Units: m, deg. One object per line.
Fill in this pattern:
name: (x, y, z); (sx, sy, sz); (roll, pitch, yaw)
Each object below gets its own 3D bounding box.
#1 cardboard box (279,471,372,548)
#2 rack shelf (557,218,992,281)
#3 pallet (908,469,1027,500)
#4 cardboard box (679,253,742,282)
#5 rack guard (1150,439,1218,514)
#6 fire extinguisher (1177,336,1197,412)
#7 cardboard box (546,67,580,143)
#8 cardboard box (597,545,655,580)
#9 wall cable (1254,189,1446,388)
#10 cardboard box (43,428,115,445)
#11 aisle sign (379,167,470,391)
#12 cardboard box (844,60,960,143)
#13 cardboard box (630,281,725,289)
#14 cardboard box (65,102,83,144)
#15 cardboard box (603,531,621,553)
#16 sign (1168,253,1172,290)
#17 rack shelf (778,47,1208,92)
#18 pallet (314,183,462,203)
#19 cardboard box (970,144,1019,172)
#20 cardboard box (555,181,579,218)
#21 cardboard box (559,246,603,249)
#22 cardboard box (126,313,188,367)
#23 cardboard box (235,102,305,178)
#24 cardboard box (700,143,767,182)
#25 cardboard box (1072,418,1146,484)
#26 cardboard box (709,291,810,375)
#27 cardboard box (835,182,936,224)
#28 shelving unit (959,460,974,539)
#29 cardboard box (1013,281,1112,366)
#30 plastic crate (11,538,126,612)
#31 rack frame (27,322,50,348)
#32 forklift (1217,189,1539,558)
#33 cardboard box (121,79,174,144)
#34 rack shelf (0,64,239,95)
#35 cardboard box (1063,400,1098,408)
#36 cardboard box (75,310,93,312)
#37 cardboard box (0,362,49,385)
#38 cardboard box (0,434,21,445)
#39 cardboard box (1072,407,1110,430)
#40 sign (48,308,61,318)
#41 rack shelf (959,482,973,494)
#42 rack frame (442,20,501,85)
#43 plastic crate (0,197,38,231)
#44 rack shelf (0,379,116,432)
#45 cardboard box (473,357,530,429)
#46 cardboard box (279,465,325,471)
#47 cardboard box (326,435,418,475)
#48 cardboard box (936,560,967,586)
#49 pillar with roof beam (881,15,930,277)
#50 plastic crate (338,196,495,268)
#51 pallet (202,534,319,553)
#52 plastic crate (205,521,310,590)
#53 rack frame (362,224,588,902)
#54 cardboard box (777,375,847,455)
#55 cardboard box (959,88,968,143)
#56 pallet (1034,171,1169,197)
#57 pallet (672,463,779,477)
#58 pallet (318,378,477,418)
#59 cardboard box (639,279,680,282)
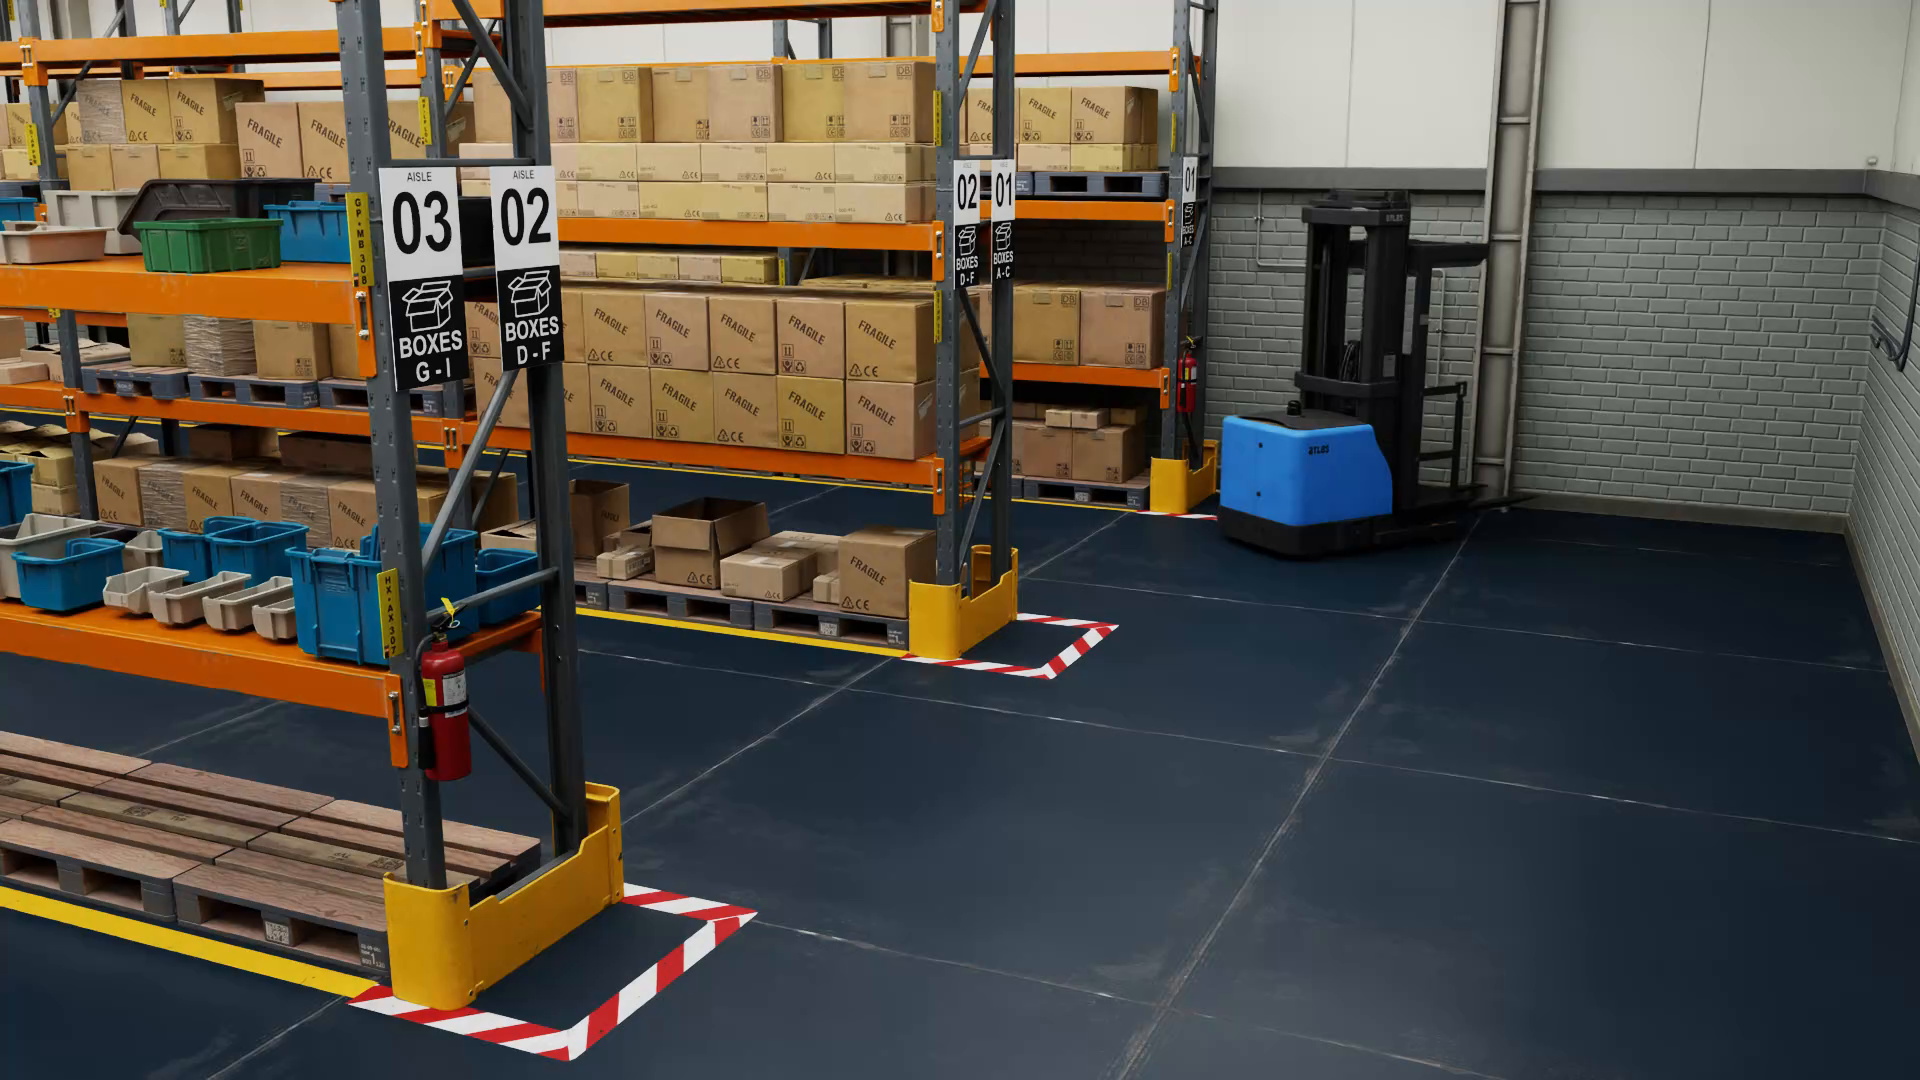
cardboard box: (-5.025, -0.245, 13.242); (0.500, 0.500, 0.500); (6, 14, 24)
rack shelf: (-1.723, -2.093, 11.617); (4.000, 0.370, 1.077); (6, 14, 23)
pallet: (0.235, -0.646, 16.547); (1.213, 0.211, 1.003); (6, 14, 23)
cardboard box: (-2.542, -2.810, 17.111); (0.500, 0.250, 0.500); (6, 15, 24)
rack guard: (2.131, -0.614, 15.776); (0.348, 0.500, 1.175); (6, 14, 23)
fire extinguisher: (2.060, -1.503, 15.081); (0.183, 0.674, 0.296); (6, 14, 23)
cardboard box: (-2.691, -3.051, 11.717); (0.500, 0.500, 0.700); (6, 14, 23)
cardboard box: (-2.460, 0.159, 12.249); (0.250, 0.166, 0.380); (6, 14, 23)
wall cable: (3.663, -2.407, 15.721); (1.851, 1.984, 0.084); (6, 14, 23)
cardboard box: (-8.052, -0.834, 15.113); (0.500, 0.311, 0.500); (5, 14, 22)
aisle sign: (-1.957, -0.961, 6.095); (0.004, 0.787, 0.394); (6, 14, 23)
cardboard box: (-0.370, -2.838, 10.809); (0.500, 0.500, 0.700); (6, 14, 23)
cardboard box: (-2.054, -1.617, 12.173); (0.500, 0.500, 0.500); (6, 14, 24)
cardboard box: (-10.418, -5.033, 20.121); (0.500, 0.500, 0.500); (5, 14, 21)
cardboard box: (-2.548, 0.021, 12.875); (0.250, 0.149, 0.380); (6, 14, 23)
sign: (1.876, -2.400, 14.863); (0.005, 0.325, 0.100); (6, 14, 23)
rack shelf: (0.280, -4.394, 15.731); (4.000, 0.370, 1.077); (6, 14, 23)
pallet: (-4.119, -2.612, 12.665); (1.003, 0.211, 1.213); (6, 14, 23)
cardboard box: (0.378, -3.581, 15.573); (0.500, 0.250, 0.500); (5, 14, 22)
cardboard box: (-2.751, -2.412, 11.728); (0.500, 0.250, 0.500); (6, 14, 23)
cardboard box: (-4.214, -3.105, 18.366); (0.500, 0.250, 0.500); (5, 14, 21)
cardboard box: (-6.587, -1.757, 14.036); (0.500, 0.500, 0.700); (1, 13, 4)
cardboard box: (-5.203, -3.115, 13.041); (0.600, 0.600, 0.600); (5, 14, 21)
cardboard box: (-1.380, -2.516, 11.079); (0.500, 0.250, 0.500); (6, 14, 23)
cardboard box: (1.428, -0.864, 15.924); (0.500, 0.500, 0.700); (6, 14, 23)
cardboard box: (-1.351, -1.411, 11.293); (0.500, 0.500, 0.500); (6, 15, 25)
cardboard box: (-0.471, -2.178, 10.731); (0.500, 0.250, 0.500); (6, 14, 23)
shelving unit: (-0.013, -0.585, 14.123); (0.189, 1.200, 0.258); (6, 14, 23)
cardboard box: (0.969, -2.089, 15.935); (0.700, 0.700, 0.980); (6, 14, 23)
plastic crate: (-3.885, 0.152, 7.275); (0.300, 0.233, 0.416); (6, 14, 23)
rack frame: (-12.520, -3.313, 21.809); (0.127, 3.000, 1.000); (6, 14, 23)
forklift: (3.735, -1.501, 14.234); (3.031, 2.935, 1.130); (-7, 15, -29)
cardboard box: (-6.346, -3.445, 13.397); (0.500, 0.500, 0.500); (6, 14, 23)
rack shelf: (-10.691, -5.697, 20.418); (4.000, 0.370, 1.077); (6, 14, 23)
cardboard box: (1.160, -1.257, 16.178); (0.250, 0.149, 0.380); (6, 14, 23)
cardboard box: (-10.797, -2.998, 20.749); (0.500, 0.250, 0.500); (6, 14, 24)
cardboard box: (-8.143, -1.441, 14.381); (0.250, 0.149, 0.380); (6, 14, 23)
cardboard box: (-8.725, -0.768, 14.834); (0.500, 0.311, 0.500); (6, 14, 23)
cardboard box: (1.237, -1.154, 15.739); (0.250, 0.149, 0.380); (6, 14, 23)
sign: (-7.430, -1.986, 13.616); (0.005, 0.325, 0.100); (6, 14, 23)
rack shelf: (-0.013, -0.425, 14.161); (0.180, 0.103, 0.258); (6, 14, 23)
rack frame: (-5.205, -5.494, 17.969); (0.127, 3.000, 1.000); (6, 14, 23)
plastic crate: (-4.599, -1.495, 7.860); (0.300, 0.233, 0.416); (6, 14, 23)
rack shelf: (-9.037, -1.373, 15.114); (4.000, 0.370, 1.077); (6, 14, 23)
cardboard box: (-3.196, -1.113, 12.211); (0.500, 0.500, 0.500); (6, 15, 25)
cardboard box: (-5.303, -0.403, 13.913); (0.500, 0.500, 0.500); (5, 14, 21)
cardboard box: (-4.809, -0.719, 13.618); (0.500, 0.250, 0.500); (6, 14, 23)
cardboard box: (-0.138, 0.265, 11.835); (0.250, 0.149, 0.380); (6, 14, 23)
pillar with roof beam: (-2.302, -4.340, 13.054); (0.400, 9.000, 9.100); (6, 14, 23)
plastic crate: (-2.143, -1.254, 6.754); (0.590, 0.269, 0.497); (6, 14, 23)
pallet: (-5.430, 0.010, 13.752); (1.213, 0.211, 1.003); (6, 14, 23)
plastic crate: (-3.200, 0.075, 7.603); (0.300, 0.233, 0.416); (6, 14, 23)
rack frame: (-1.904, 0.236, 6.681); (0.127, 3.000, 1.000); (6, 14, 23)
cardboard box: (-0.890, -0.878, 11.213); (0.500, 0.500, 0.500); (6, 14, 24)
cardboard box: (-0.084, -3.993, 15.689); (0.500, 0.500, 0.500); (6, 14, 24)
pallet: (1.426, -3.317, 15.451); (1.213, 0.211, 1.003); (6, 14, 23)
pallet: (-2.284, -0.901, 17.633); (1.213, 0.211, 1.003); (6, 14, 23)
pallet: (-4.238, -1.171, 13.101); (1.213, 0.211, 1.003); (6, 14, 23)
cardboard box: (-2.999, -2.490, 17.385); (0.500, 0.500, 0.500); (6, 14, 23)
